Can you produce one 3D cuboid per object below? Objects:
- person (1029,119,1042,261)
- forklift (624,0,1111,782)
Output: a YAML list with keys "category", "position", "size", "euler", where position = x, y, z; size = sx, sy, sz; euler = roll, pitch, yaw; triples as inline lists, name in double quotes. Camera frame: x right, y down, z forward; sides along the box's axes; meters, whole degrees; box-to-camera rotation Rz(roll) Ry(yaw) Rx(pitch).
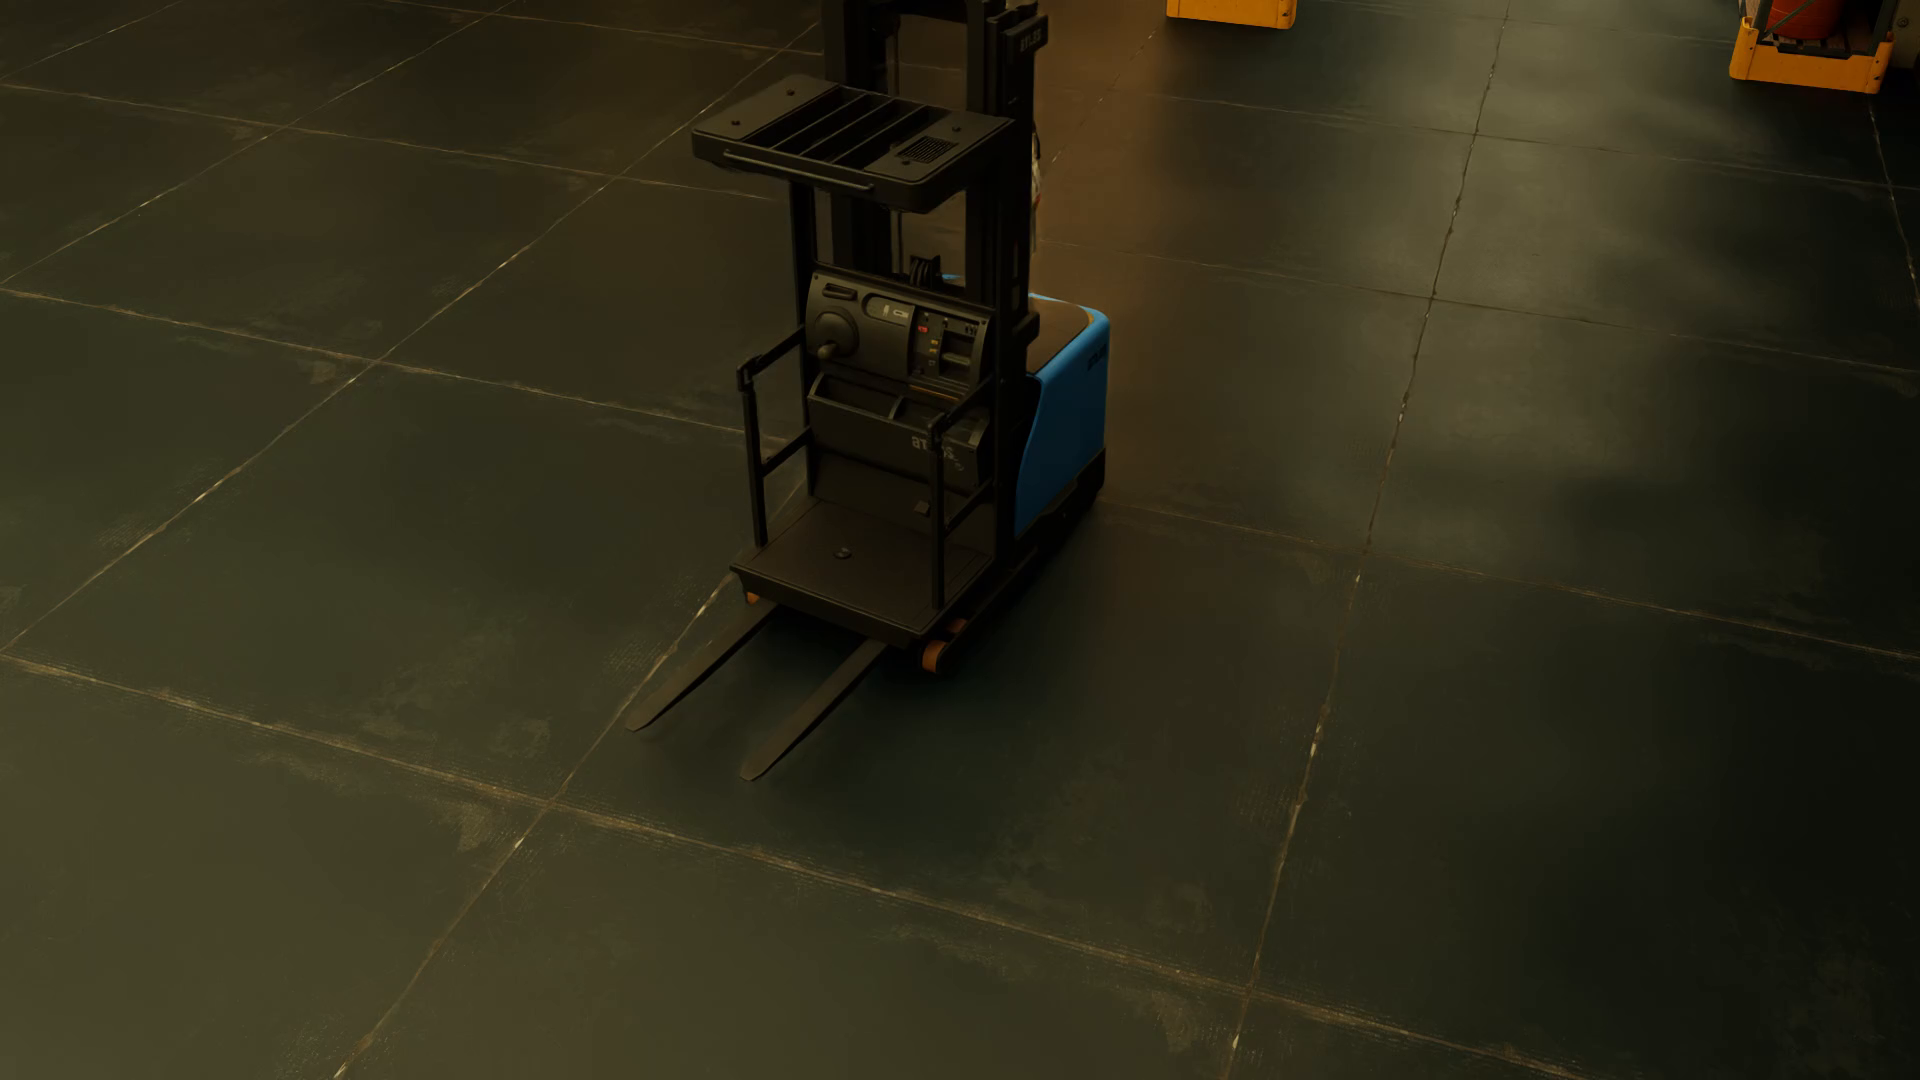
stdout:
- category: "person"
  position: [0.391, -2.036, 9.982]
  size: [0.619, 1.779, 0.627]
  euler: [14, 38, 19]
- category: "forklift"
  position: [-0.395, -0.873, 7.342]
  size: [1.130, 2.935, 3.031]
  euler: [18, 39, 24]
